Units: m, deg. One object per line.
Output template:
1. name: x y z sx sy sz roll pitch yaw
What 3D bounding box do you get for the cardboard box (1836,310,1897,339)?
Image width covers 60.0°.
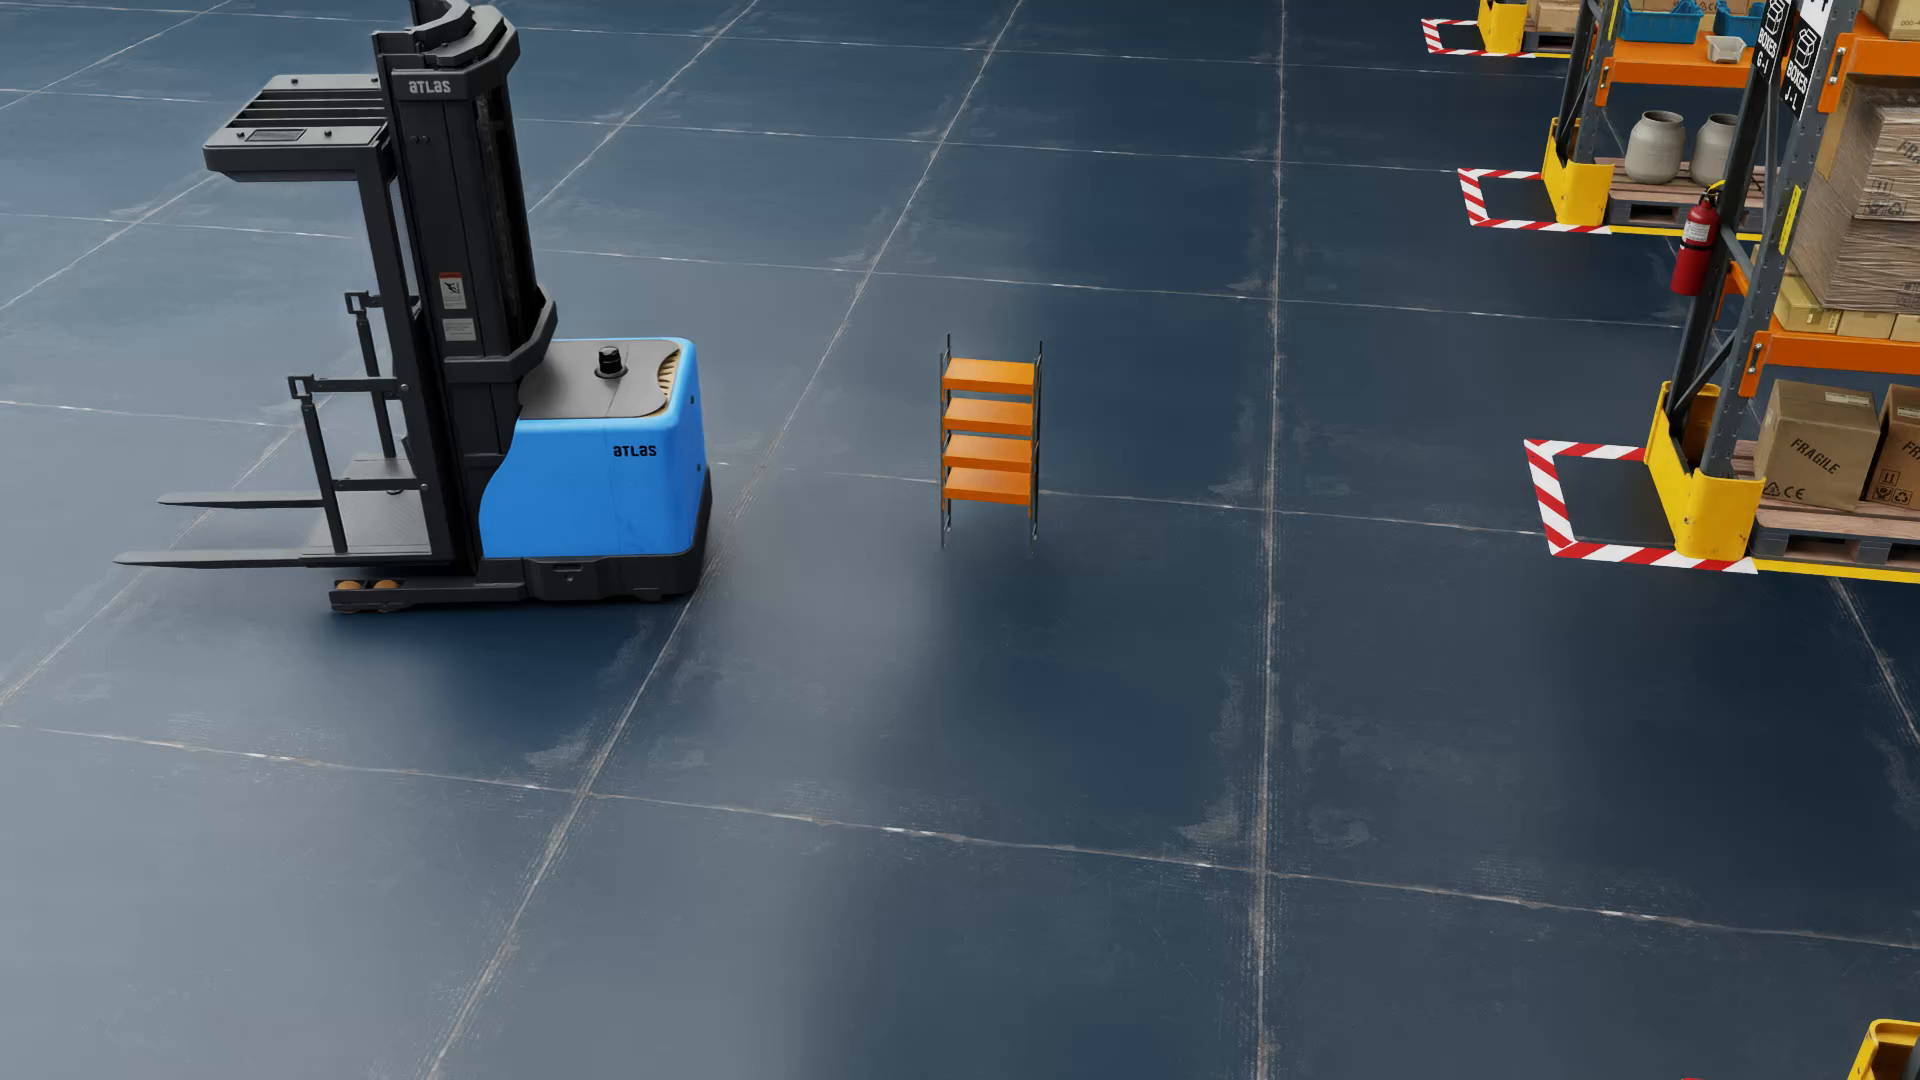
1. cardboard box: 4.613 -1.187 8.555 0.250 0.149 0.380 5 32 8

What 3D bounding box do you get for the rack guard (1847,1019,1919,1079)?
1. rack guard: 3.172 2.167 5.317 0.348 0.500 1.175 5 32 8

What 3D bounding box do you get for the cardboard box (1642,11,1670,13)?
1. cardboard box: 7.277 -5.417 17.273 0.500 0.250 0.500 5 32 8

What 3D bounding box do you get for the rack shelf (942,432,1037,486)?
1. rack shelf: 0.163 -0.437 8.944 0.480 0.148 0.258 5 32 8

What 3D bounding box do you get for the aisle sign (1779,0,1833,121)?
1. aisle sign: 4.018 -2.426 7.849 0.004 0.787 0.394 5 32 8

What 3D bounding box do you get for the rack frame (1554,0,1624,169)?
1. rack frame: 4.963 -4.066 12.919 0.127 3.000 1.000 5 32 8

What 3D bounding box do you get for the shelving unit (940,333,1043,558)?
1. shelving unit: 0.163 -0.494 8.908 0.503 1.200 0.258 5 32 8

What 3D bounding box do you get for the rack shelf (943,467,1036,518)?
1. rack shelf: 0.163 -0.268 9.049 0.480 0.148 0.258 5 32 8

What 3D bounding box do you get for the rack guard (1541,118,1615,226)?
1. rack guard: 5.045 -3.024 13.610 0.348 0.500 1.175 5 32 8

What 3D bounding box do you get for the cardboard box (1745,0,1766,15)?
1. cardboard box: 8.264 -5.650 16.938 0.500 0.500 0.500 5 32 8

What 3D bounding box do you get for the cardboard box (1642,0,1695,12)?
1. cardboard box: 7.279 -5.741 17.083 0.500 0.500 0.500 5 32 8

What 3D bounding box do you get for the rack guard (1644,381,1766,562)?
1. rack guard: 4.204 -0.409 9.433 0.348 0.500 1.175 5 32 8

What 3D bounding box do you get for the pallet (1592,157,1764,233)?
1. pallet: 5.845 -2.826 13.567 1.213 0.211 1.003 5 32 8

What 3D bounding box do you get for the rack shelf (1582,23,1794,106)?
1. rack shelf: 6.934 -3.582 12.824 4.000 0.370 1.077 5 32 8

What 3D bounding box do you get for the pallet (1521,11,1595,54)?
1. pallet: 6.561 -5.428 17.723 1.213 0.211 1.003 5 32 8

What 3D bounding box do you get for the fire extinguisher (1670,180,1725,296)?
1. fire extinguisher: 4.094 -1.694 9.202 0.183 0.674 0.296 5 32 8

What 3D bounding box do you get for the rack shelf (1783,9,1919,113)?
1. rack shelf: 6.101 -2.264 7.890 4.000 0.370 1.077 5 32 8

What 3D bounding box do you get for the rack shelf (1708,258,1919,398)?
1. rack shelf: 6.101 -0.992 8.686 4.000 0.370 1.077 5 32 8

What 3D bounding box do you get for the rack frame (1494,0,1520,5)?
1. rack frame: 5.800 -6.656 17.057 0.127 3.000 1.000 5 32 8

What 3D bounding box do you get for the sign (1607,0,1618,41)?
1. sign: 4.866 -3.896 12.386 0.005 0.325 0.100 5 32 8

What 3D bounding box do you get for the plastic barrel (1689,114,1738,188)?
1. plastic barrel: 6.118 -3.126 13.366 0.421 0.512 0.421 0 32 0

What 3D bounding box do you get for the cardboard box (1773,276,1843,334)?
1. cardboard box: 4.370 -1.219 8.607 0.250 0.149 0.380 5 32 8

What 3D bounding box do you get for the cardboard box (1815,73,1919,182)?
1. cardboard box: 4.713 -2.148 8.537 0.500 0.500 0.500 5 32 8

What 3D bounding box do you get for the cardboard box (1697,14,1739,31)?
1. cardboard box: 7.769 -5.370 17.197 0.500 0.250 0.500 5 32 8

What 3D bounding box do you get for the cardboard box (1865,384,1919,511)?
1. cardboard box: 5.337 -0.494 9.172 0.500 0.500 0.500 14 35 21

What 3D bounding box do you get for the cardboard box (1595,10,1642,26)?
1. cardboard box: 6.784 -5.462 17.344 0.500 0.250 0.500 5 32 8

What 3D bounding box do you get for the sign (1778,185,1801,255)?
1. sign: 4.038 -1.559 8.097 0.005 0.325 0.100 5 32 8

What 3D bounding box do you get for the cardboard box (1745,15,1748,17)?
1. cardboard box: 8.262 -5.325 17.127 0.500 0.250 0.500 5 32 8

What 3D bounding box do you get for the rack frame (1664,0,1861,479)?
1. rack frame: 4.129 -1.476 8.780 0.127 3.000 1.000 5 32 8

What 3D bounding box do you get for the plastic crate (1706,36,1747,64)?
1. plastic crate: 5.791 -3.706 12.592 0.250 0.136 0.298 5 32 8

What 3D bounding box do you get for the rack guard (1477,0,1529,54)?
1. rack guard: 5.776 -5.599 17.724 0.348 0.500 1.175 5 32 8

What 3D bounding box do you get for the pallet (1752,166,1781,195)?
1. pallet: 7.044 -2.716 13.391 1.213 0.211 1.003 5 32 8

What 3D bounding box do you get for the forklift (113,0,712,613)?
1. forklift: -2.909 -1.149 8.323 3.031 2.935 1.130 -1 32 -2

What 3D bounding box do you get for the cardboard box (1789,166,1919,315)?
1. cardboard box: 4.667 -1.581 8.573 0.500 0.500 0.875 5 32 8

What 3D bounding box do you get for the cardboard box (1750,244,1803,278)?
1. cardboard box: 4.445 -1.452 8.979 0.250 0.149 0.380 5 32 8

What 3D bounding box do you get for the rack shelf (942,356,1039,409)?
1. rack shelf: 0.163 -0.827 8.700 0.480 0.148 0.258 5 32 8

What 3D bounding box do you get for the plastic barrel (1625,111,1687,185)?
1. plastic barrel: 5.624 -3.171 13.437 0.421 0.512 0.421 0 32 0

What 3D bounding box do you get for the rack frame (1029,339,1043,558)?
1. rack frame: 0.404 -0.472 8.873 0.015 1.200 0.240 5 32 8

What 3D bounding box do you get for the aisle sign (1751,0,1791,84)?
1. aisle sign: 4.119 -2.740 8.350 0.004 0.787 0.394 5 32 8

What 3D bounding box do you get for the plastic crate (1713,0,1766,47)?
1. plastic crate: 6.146 -4.054 13.039 0.408 0.251 0.499 5 32 8

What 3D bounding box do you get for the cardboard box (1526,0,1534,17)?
1. cardboard box: 6.378 -5.775 17.845 0.500 0.250 0.500 5 32 8

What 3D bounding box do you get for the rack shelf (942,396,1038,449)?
1. rack shelf: 0.163 -0.626 8.825 0.480 0.148 0.258 5 32 8

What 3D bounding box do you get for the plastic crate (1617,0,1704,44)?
1. plastic crate: 5.506 -4.115 13.137 0.616 0.251 0.499 5 32 8

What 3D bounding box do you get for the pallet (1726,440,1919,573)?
1. pallet: 4.999 -0.196 9.364 1.213 0.211 1.003 5 32 8

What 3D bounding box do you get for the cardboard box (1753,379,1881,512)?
1. cardboard box: 4.742 -0.529 9.229 0.500 0.500 0.500 11 34 17

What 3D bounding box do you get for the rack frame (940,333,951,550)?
1. rack frame: -0.077 -0.516 8.943 0.015 1.200 0.240 5 32 8

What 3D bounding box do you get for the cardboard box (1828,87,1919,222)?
1. cardboard box: 4.626 -1.876 8.103 0.500 0.500 0.500 5 32 8

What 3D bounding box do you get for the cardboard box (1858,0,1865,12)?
1. cardboard box: 4.647 -2.773 8.168 0.500 0.250 0.500 6 33 9

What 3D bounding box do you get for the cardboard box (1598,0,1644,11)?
1. cardboard box: 6.784 -5.779 17.144 0.500 0.500 0.500 5 32 8

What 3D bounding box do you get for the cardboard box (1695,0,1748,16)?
1. cardboard box: 7.769 -5.687 16.998 0.500 0.500 0.500 5 32 8

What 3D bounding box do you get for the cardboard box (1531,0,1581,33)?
1. cardboard box: 6.291 -5.505 17.413 0.500 0.250 0.500 5 32 8

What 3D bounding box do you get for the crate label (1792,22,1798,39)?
1. crate label: 6.822 -4.058 12.873 0.616 0.435 0.502 5 32 8

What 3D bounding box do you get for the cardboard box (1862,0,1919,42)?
1. cardboard box: 4.561 -2.505 7.739 0.500 0.250 0.500 6 33 10

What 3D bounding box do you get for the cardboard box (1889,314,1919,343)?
1. cardboard box: 4.857 -1.156 8.507 0.250 0.149 0.380 5 32 8
